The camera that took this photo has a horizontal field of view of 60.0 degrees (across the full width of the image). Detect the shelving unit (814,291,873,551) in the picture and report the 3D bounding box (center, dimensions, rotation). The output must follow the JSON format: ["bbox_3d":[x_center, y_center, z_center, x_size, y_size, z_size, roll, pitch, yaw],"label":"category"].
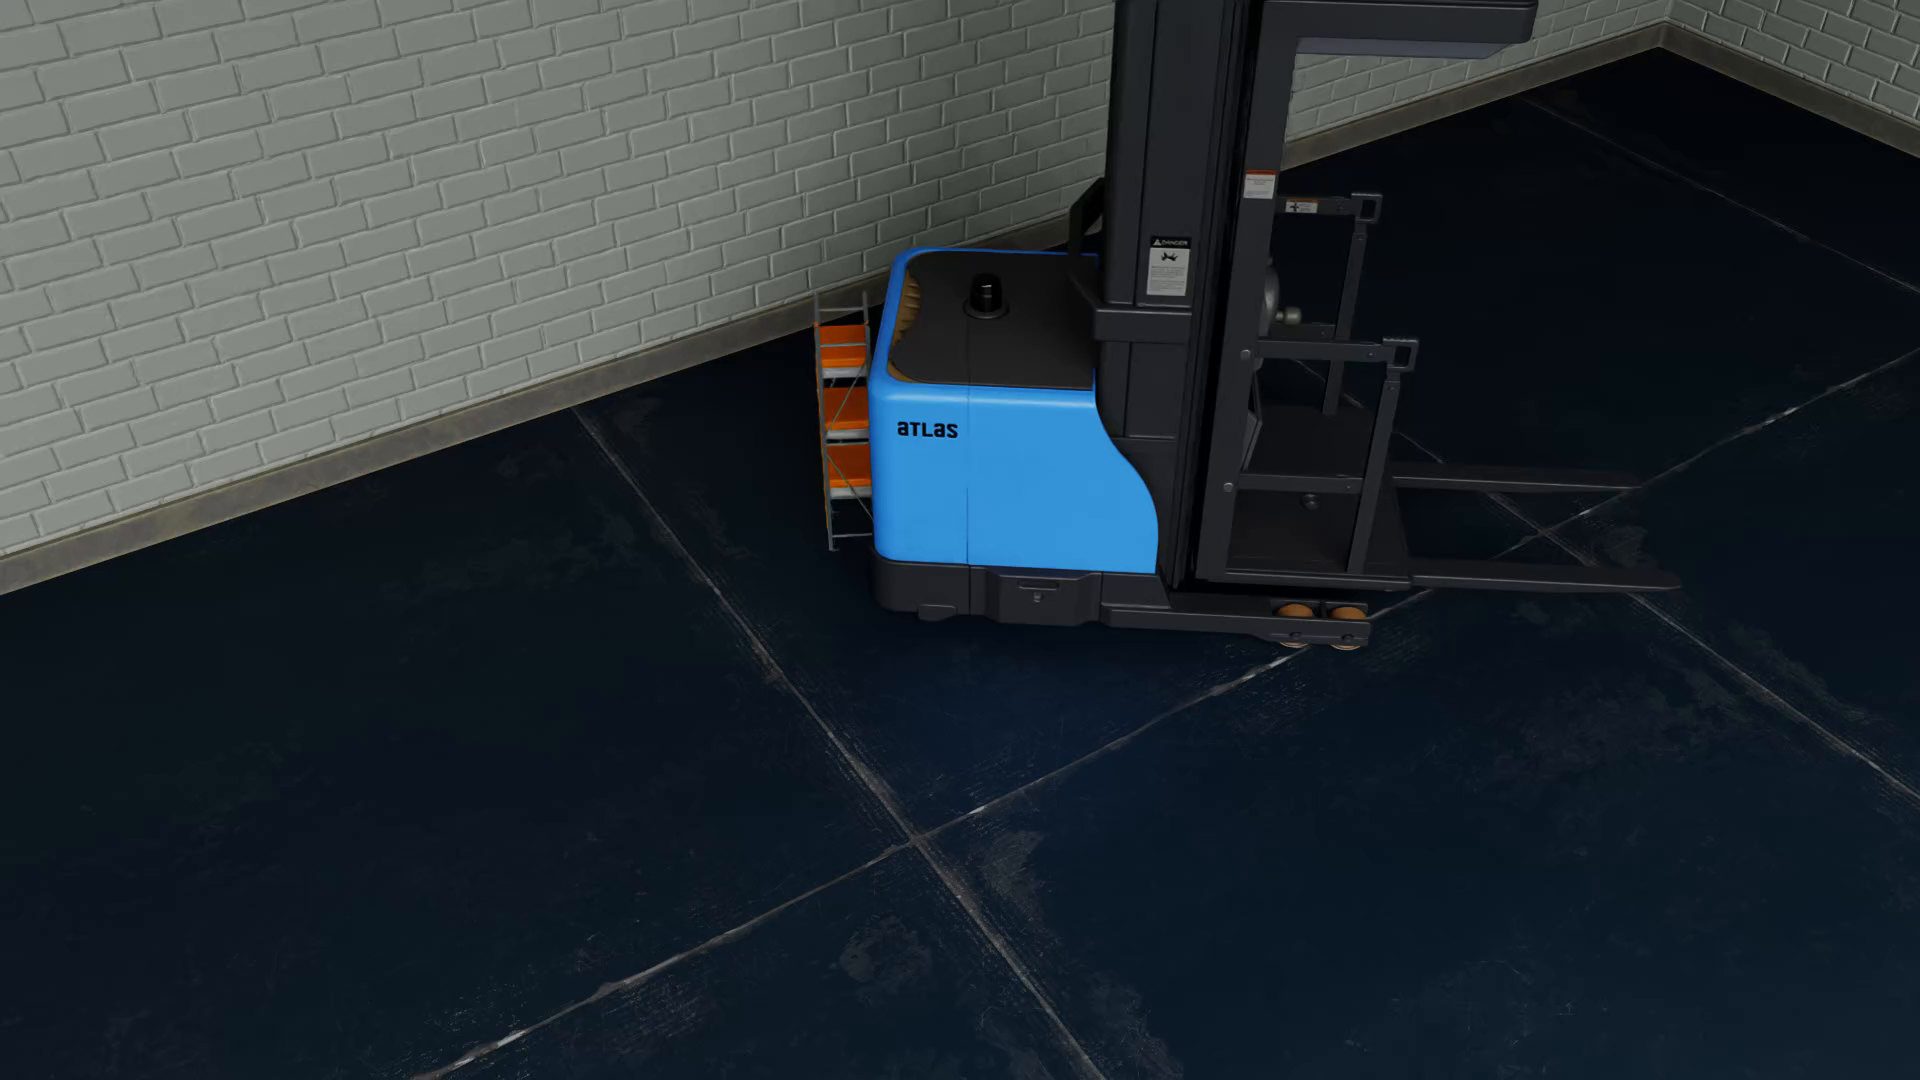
[{"bbox_3d":[-0.438,-0.445,6.464,0.215,1.050,0.252,-3,40,-4],"label":"shelving unit"}]

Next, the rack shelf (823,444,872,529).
[{"bbox_3d":[-0.438,-0.224,6.649,0.215,0.259,0.240,-3,40,-4],"label":"rack shelf"}]

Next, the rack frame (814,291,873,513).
[{"bbox_3d":[-0.448,-0.523,6.558,0.200,1.050,0.008,-3,40,-4],"label":"rack frame"}]

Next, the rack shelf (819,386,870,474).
[{"bbox_3d":[-0.438,-0.437,6.471,0.215,0.259,0.240,-3,40,-4],"label":"rack shelf"}]

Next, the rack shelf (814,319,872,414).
[{"bbox_3d":[-0.438,-0.655,6.289,0.215,0.259,0.240,-3,40,-4],"label":"rack shelf"}]

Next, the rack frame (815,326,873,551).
[{"bbox_3d":[-0.428,-0.367,6.371,0.200,1.050,0.008,-3,40,-4],"label":"rack frame"}]

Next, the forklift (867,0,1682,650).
[{"bbox_3d":[1.207,-1.067,5.741,3.031,2.935,1.130,3,40,3],"label":"forklift"}]
